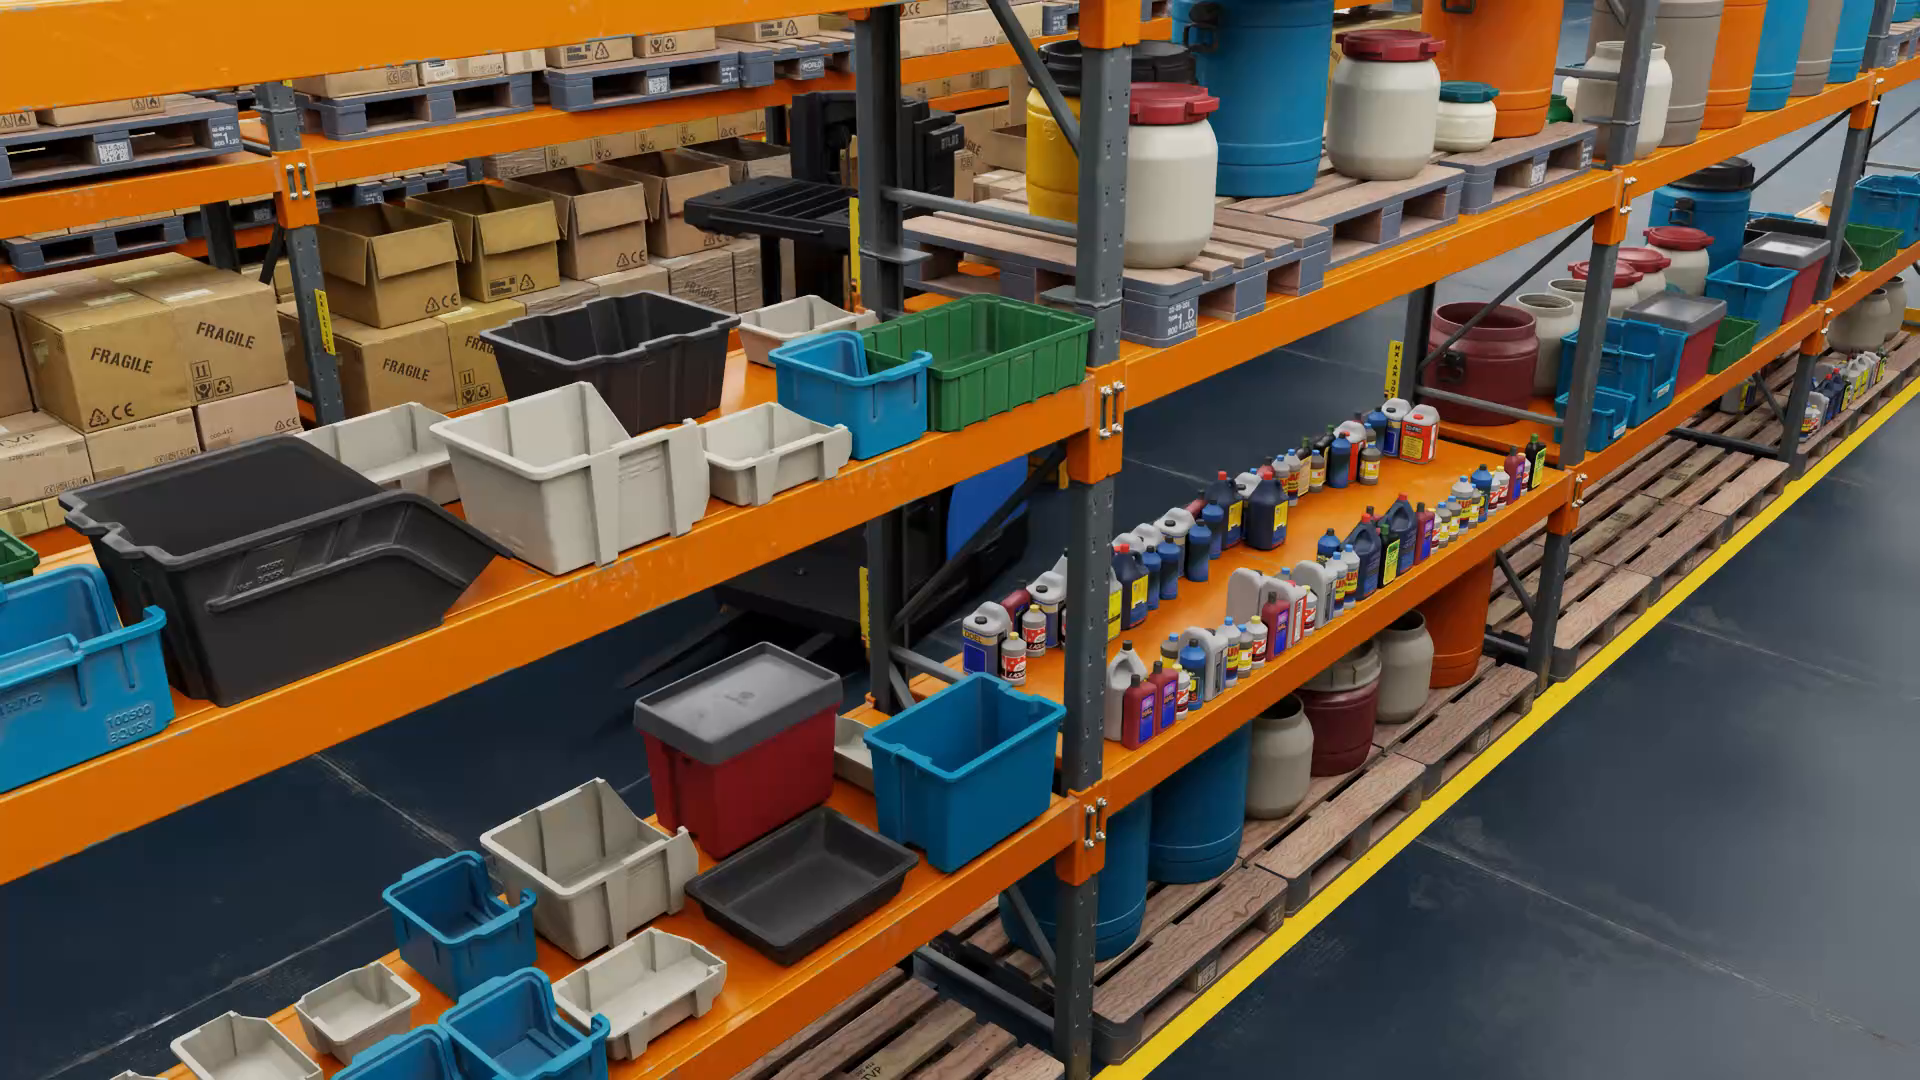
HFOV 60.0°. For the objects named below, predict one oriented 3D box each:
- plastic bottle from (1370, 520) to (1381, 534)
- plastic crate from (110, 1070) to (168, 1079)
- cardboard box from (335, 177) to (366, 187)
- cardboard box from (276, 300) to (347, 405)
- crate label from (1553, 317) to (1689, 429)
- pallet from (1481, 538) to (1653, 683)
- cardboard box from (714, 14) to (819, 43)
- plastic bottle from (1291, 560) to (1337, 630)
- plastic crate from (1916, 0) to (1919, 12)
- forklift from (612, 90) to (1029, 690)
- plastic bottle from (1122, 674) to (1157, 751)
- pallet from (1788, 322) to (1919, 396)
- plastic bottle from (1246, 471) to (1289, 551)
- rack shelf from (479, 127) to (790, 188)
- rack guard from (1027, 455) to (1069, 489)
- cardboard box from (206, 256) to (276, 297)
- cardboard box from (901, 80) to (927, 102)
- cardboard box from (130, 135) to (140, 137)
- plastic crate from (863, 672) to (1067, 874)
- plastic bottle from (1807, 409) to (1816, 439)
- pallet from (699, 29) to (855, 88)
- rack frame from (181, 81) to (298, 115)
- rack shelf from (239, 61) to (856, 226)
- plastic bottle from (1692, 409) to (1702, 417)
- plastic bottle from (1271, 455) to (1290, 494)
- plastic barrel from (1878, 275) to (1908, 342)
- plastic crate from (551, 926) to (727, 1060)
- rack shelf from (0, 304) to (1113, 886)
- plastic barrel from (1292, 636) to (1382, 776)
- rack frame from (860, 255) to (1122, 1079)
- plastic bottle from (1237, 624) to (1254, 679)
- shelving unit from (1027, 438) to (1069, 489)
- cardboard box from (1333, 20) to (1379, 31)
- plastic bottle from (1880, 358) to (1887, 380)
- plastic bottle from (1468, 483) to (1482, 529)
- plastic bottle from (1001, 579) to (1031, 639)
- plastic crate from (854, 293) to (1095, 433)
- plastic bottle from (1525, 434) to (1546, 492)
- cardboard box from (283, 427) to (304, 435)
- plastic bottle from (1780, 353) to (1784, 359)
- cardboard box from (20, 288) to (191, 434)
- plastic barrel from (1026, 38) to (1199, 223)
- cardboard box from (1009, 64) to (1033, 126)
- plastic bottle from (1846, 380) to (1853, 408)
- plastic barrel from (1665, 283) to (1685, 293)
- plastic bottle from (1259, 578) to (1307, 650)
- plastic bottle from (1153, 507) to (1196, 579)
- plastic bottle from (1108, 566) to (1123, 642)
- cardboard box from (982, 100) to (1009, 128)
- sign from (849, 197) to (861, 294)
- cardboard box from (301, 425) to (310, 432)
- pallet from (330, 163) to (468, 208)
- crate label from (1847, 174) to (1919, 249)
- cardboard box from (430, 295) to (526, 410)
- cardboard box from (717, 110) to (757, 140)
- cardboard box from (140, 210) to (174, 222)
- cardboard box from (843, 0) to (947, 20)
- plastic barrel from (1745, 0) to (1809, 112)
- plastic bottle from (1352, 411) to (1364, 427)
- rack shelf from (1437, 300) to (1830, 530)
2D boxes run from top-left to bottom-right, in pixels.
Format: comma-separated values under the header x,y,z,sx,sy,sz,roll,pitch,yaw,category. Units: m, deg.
x,y,z,sx,sy,sz,roll,pitch,yaw,category
1.773,0.040,7.138,0.061,0.283,0.133,20,31,38,plastic bottle
-1.979,1.466,4.063,0.396,0.136,0.243,20,31,38,plastic crate
-5.063,-2.992,13.551,0.380,0.149,0.250,20,31,37,cardboard box
-3.503,-1.078,9.366,0.500,0.500,0.500,20,31,38,cardboard box
3.611,-0.927,9.108,0.502,0.435,0.616,20,31,38,crate label
3.292,0.365,9.678,1.003,0.211,1.213,20,31,38,pallet
-1.296,-3.436,10.442,0.637,0.503,0.797,-22,32,-40,cardboard box
1.442,0.204,6.781,0.152,0.276,0.135,20,31,38,plastic bottle
7.037,-3.818,11.951,0.392,0.384,0.575,20,31,38,plastic crate
-0.740,-0.848,9.059,1.130,2.935,3.031,13,27,27,forklift
0.639,0.595,5.900,0.061,0.283,0.133,20,31,38,plastic bottle
7.524,-1.565,13.982,1.003,0.211,1.213,20,31,38,pallet
1.385,-0.145,7.468,0.144,0.351,0.185,20,31,38,plastic bottle
-3.234,-3.701,16.216,1.077,0.370,4.000,20,31,38,rack shelf
0.492,-0.541,11.651,0.587,0.250,0.087,13,27,27,rack guard
-5.851,-2.064,13.313,0.500,0.250,0.500,22,32,39,cardboard box
-0.863,-5.128,18.338,0.875,0.550,0.550,20,31,38,cardboard box
-6.421,-3.039,12.928,0.380,0.149,0.250,19,30,36,cardboard box
0.019,0.752,5.353,0.392,0.384,0.575,20,31,38,plastic crate
6.023,-0.833,11.824,0.097,0.201,0.097,0,24,0,plastic bottle
-1.332,-3.106,10.576,1.213,0.211,1.003,22,32,40,pallet
-3.612,-3.553,7.675,1.000,3.000,0.127,20,31,38,rack frame
-2.277,-2.465,9.795,1.077,0.370,4.000,20,31,38,rack shelf
5.426,-1.020,12.241,0.097,0.201,0.097,0,24,0,plastic bottle
1.502,-0.270,7.844,0.097,0.271,0.097,0,24,0,plastic bottle
7.703,-1.954,13.970,0.421,0.512,0.421,0,24,0,plastic barrel
-0.862,1.242,4.562,0.293,0.136,0.466,20,31,38,plastic crate
-1.258,0.106,4.061,1.077,0.370,4.000,20,31,38,rack shelf
1.679,0.725,7.902,0.600,0.588,0.708,20,31,38,plastic barrel
0.077,0.537,5.887,1.000,3.000,0.127,20,31,38,rack frame
1.076,0.421,6.387,0.097,0.201,0.097,0,24,0,plastic bottle
0.242,-0.935,11.003,0.587,1.500,1.083,13,27,27,shelving unit
3.549,-4.569,15.565,0.500,0.500,0.500,20,31,38,cardboard box
7.186,-1.364,13.008,0.097,0.201,0.097,0,24,0,plastic bottle
2.354,-0.162,7.688,0.097,0.201,0.097,0,24,0,plastic bottle
0.219,0.299,6.560,0.061,0.283,0.133,20,31,38,plastic bottle
0.019,-0.524,4.844,0.450,0.188,0.662,20,31,38,plastic crate
2.794,-0.389,8.094,0.061,0.283,0.133,20,31,38,plastic bottle
-3.571,-0.519,8.548,0.380,0.149,0.250,20,31,38,cardboard box
6.643,-1.608,13.467,0.097,0.271,0.097,0,24,0,plastic bottle
-4.057,-0.861,7.906,0.500,0.500,0.500,21,31,38,cardboard box
0.535,-1.443,5.892,0.600,0.588,0.600,0,24,0,plastic barrel
1.093,-3.515,13.676,1.000,1.000,1.000,20,31,38,cardboard box
6.596,-1.095,12.407,0.097,0.201,0.097,0,24,0,plastic bottle
4.418,-1.476,10.545,0.301,0.262,0.301,0,24,0,plastic barrel
1.287,0.274,6.624,0.152,0.276,0.135,20,31,38,plastic bottle
0.924,0.008,7.217,0.152,0.276,0.135,20,31,38,plastic bottle
0.554,0.229,6.633,0.144,0.351,0.185,20,31,38,plastic bottle
0.367,-4.854,19.994,0.875,0.875,0.875,20,31,38,cardboard box
-0.332,-0.987,5.607,0.100,0.325,0.005,20,31,38,sign
-3.200,-0.238,9.699,1.225,0.875,0.875,20,31,38,cardboard box
-4.965,-3.086,14.200,1.213,0.211,1.003,20,31,38,pallet
7.058,-2.501,12.618,0.502,0.435,0.616,20,31,38,crate label
-2.784,-1.087,9.385,0.500,0.500,0.500,20,31,38,cardboard box
-2.385,-4.298,16.547,0.500,0.500,0.500,20,31,37,cardboard box
-6.114,-2.510,12.475,0.380,0.149,0.250,21,31,38,cardboard box
-0.437,-3.750,11.047,0.500,0.500,0.500,20,31,38,cardboard box
4.365,-2.885,9.240,0.600,0.901,0.708,20,31,38,plastic barrel
1.963,-0.497,8.336,0.061,0.283,0.133,20,31,38,plastic bottle
4.081,-0.963,10.111,1.077,0.370,4.000,20,31,38,rack shelf
